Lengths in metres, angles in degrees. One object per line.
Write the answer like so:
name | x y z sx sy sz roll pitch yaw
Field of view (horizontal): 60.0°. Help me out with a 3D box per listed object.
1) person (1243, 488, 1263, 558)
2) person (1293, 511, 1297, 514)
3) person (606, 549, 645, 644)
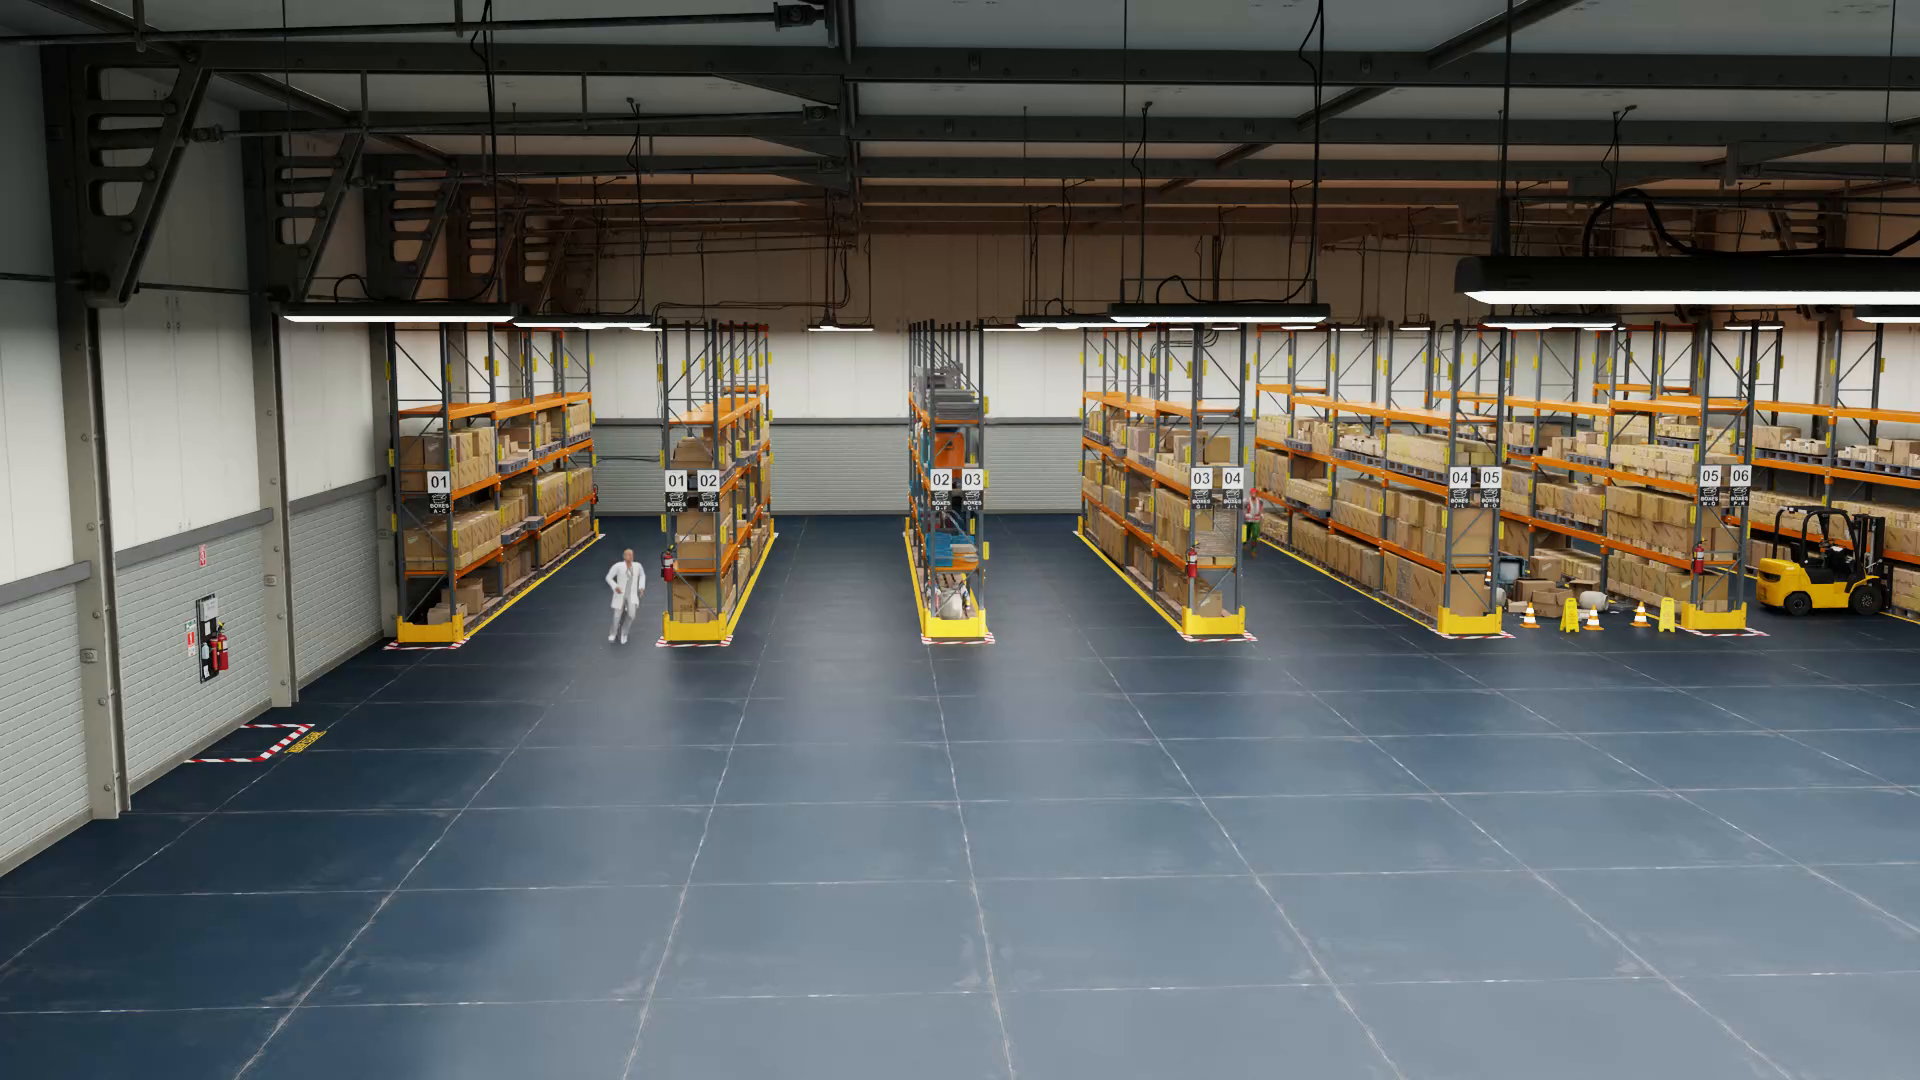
person | 7.542 -0.474 43.016 0.685 1.775 1.040 -1 7 -8
person | 9.731 -1.159 48.886 0.674 1.805 0.687 6 9 42
person | -6.208 1.048 30.990 0.773 1.762 0.693 -3 8 -22
